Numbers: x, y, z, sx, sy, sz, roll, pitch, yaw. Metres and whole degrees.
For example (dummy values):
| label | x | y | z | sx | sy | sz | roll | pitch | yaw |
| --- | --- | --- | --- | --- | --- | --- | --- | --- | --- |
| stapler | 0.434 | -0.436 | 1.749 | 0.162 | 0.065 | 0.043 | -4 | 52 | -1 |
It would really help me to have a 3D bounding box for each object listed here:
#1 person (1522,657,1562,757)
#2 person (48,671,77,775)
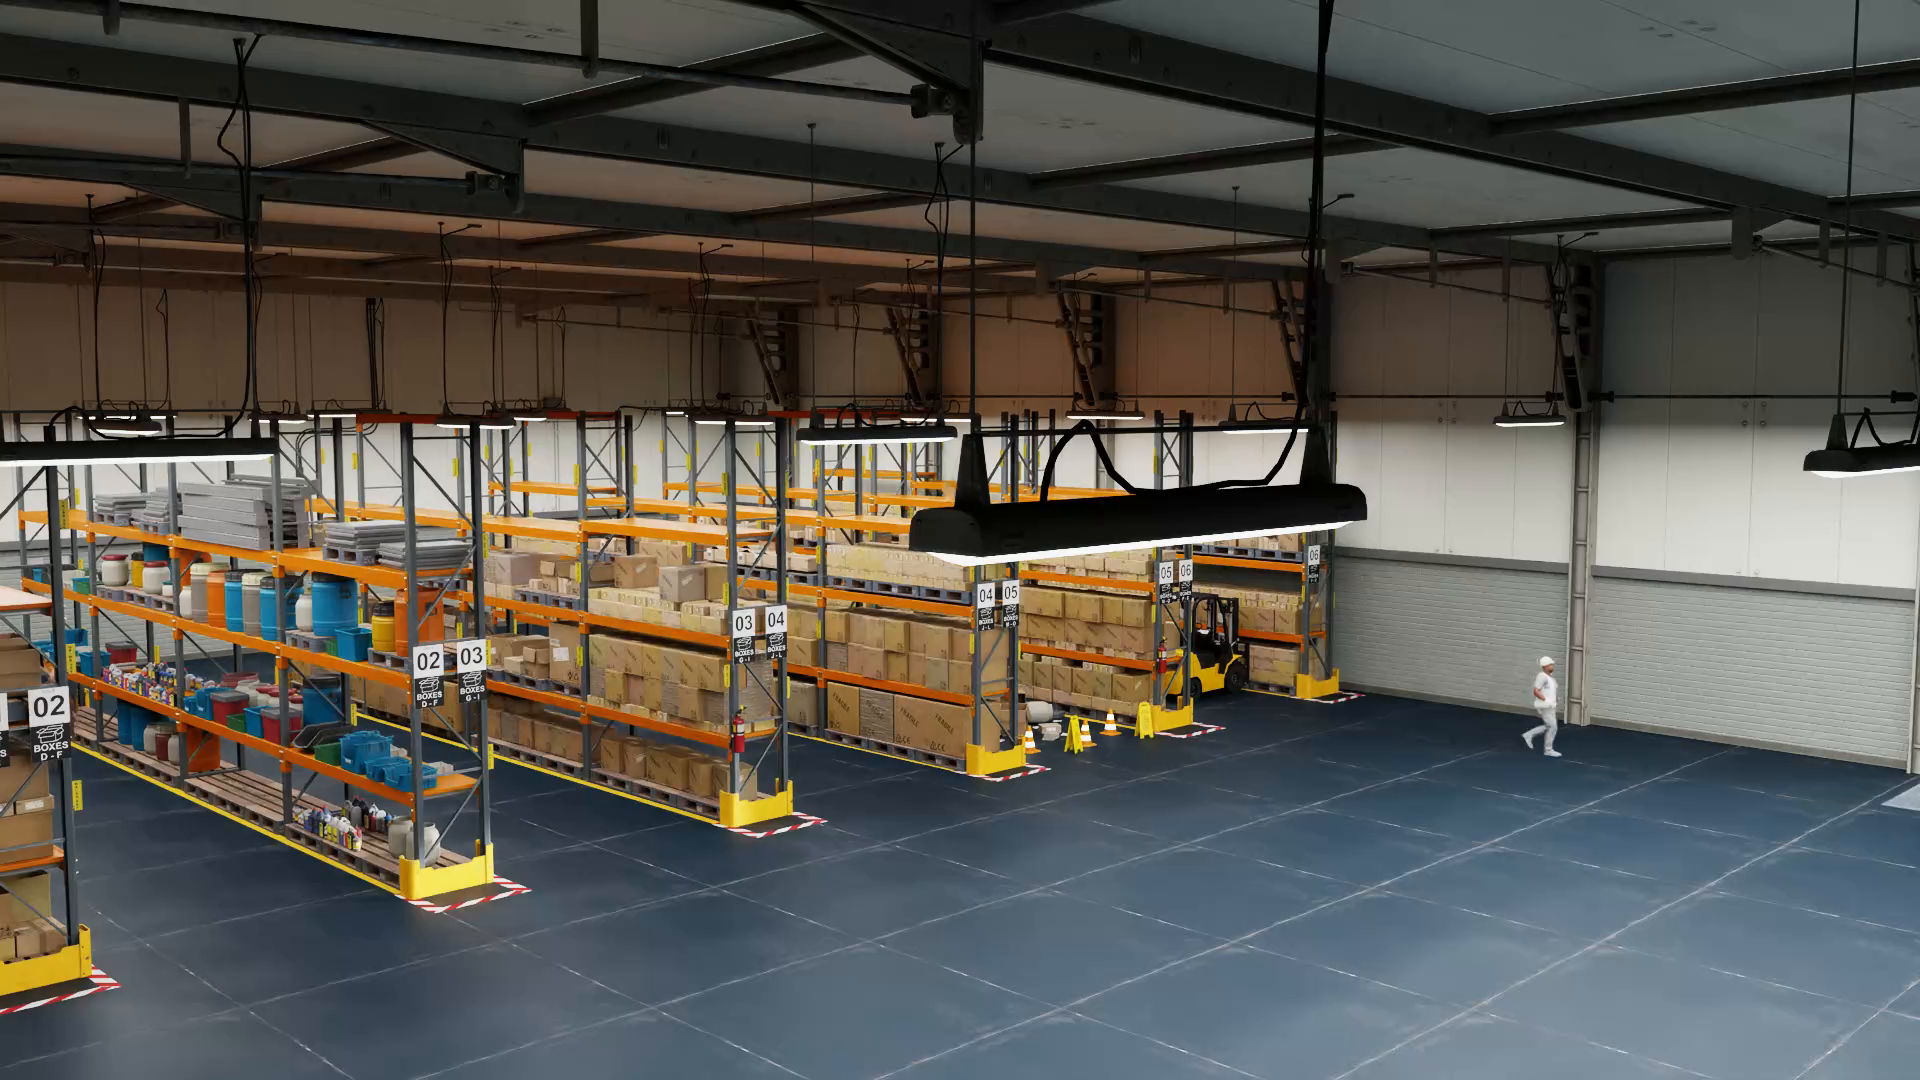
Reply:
| label | x | y | z | sx | sy | sz | roll | pitch | yaw |
| --- | --- | --- | --- | --- | --- | --- | --- | --- | --- |
| person | 10.240 | 2.916 | 29.230 | 0.696 | 1.749 | 0.705 | 3 | 6 | 29 |
| person | -15.072 | 3.045 | 27.728 | 0.833 | 1.746 | 0.718 | 4 | 7 | 41 |
